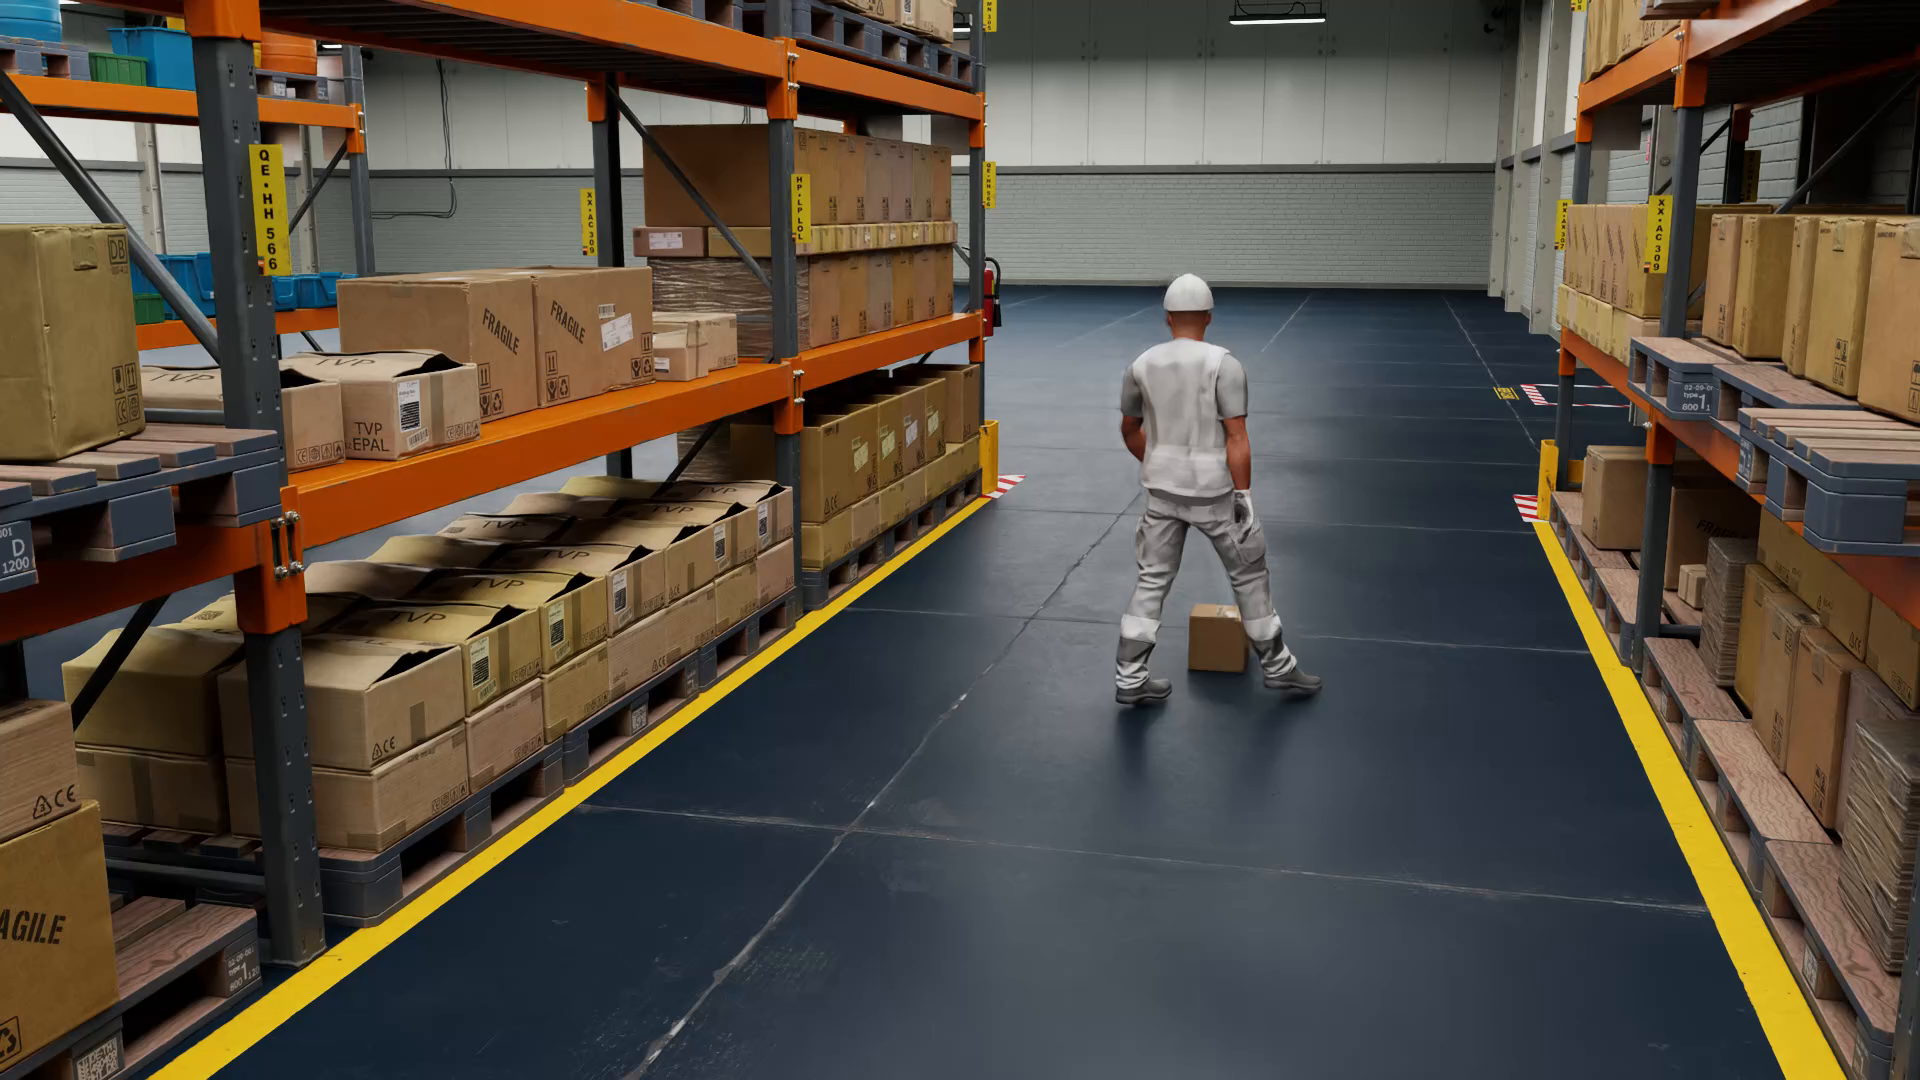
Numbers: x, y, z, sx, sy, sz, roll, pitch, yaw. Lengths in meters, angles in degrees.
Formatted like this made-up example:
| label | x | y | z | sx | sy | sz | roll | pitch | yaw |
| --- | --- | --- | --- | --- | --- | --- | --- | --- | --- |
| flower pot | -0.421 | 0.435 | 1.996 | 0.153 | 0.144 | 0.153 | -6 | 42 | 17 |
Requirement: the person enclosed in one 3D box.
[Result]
| label | x | y | z | sx | sy | sz | roll | pitch | yaw |
| --- | --- | --- | --- | --- | --- | --- | --- | --- | --- |
| person | 1.064 | -0.210 | 6.884 | 0.740 | 1.765 | 0.719 | 8 | 14 | 34 |
